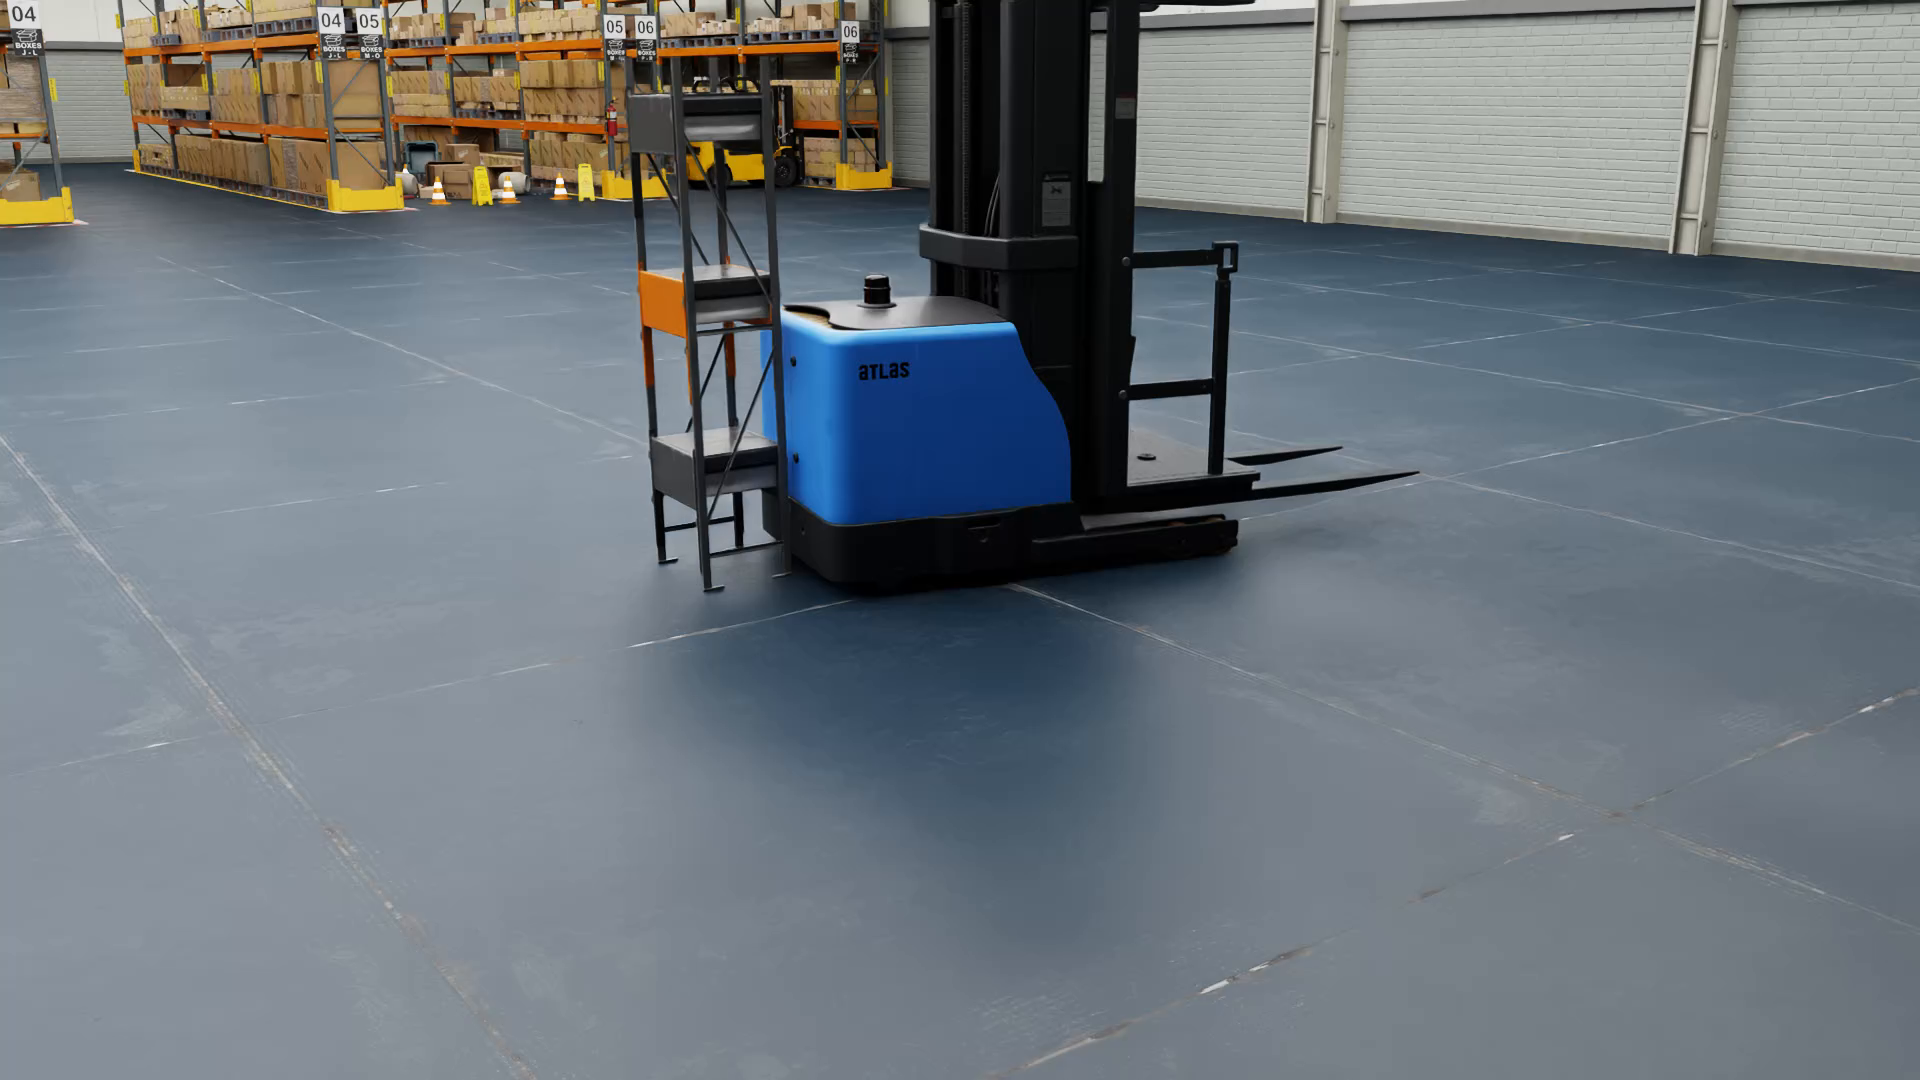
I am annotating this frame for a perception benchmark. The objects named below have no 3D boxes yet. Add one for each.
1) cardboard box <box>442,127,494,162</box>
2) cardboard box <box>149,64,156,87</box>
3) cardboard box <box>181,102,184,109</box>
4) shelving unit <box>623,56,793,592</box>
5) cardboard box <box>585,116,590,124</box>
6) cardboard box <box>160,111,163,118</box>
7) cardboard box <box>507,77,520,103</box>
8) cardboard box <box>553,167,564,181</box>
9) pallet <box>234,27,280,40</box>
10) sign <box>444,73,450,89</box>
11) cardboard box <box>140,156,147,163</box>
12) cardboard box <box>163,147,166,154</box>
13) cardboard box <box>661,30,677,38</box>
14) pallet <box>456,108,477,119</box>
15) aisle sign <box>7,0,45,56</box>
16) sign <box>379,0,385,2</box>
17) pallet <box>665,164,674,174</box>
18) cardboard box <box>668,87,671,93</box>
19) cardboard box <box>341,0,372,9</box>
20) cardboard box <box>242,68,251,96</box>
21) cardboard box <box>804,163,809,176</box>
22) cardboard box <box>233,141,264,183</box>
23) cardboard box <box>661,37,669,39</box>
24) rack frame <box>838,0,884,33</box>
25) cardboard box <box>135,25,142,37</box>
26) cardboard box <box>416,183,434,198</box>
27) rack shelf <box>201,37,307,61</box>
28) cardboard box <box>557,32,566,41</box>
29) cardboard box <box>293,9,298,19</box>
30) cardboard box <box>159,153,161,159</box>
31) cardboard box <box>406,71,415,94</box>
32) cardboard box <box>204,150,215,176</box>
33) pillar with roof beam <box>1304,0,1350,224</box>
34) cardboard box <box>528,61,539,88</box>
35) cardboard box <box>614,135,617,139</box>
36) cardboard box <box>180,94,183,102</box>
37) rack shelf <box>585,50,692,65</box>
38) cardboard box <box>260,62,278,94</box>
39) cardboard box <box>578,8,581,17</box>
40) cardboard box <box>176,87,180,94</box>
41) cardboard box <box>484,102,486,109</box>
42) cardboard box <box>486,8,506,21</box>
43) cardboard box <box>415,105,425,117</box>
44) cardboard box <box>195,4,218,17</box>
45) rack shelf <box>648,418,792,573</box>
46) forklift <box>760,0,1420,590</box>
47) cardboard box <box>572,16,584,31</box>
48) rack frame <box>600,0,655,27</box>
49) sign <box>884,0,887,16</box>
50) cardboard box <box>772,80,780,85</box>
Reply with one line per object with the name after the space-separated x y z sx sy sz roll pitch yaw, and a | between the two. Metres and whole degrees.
-10.992 -8.796 37.261 0.875 0.875 0.875 -11 19 -35 | cardboard box
-17.753 -10.364 37.114 0.500 0.500 0.500 -12 19 -36 | cardboard box
-16.009 -9.058 34.670 0.380 0.149 0.250 -10 18 -33 | cardboard box
-1.024 -0.885 6.814 0.431 2.100 0.503 -10 18 -30 | shelving unit
-6.714 -7.770 30.759 0.380 0.149 0.250 -11 19 -35 | cardboard box
-17.546 -9.464 36.947 0.380 0.149 0.250 -11 19 -36 | cardboard box
-8.758 -9.061 33.452 0.500 0.500 0.500 -11 19 -36 | cardboard box
-7.535 -7.087 32.201 0.500 0.250 0.500 -11 19 -35 | cardboard box
-12.824 -9.357 30.760 0.805 0.209 1.217 -12 19 -37 | pallet
-11.100 -9.930 35.980 0.100 0.325 0.005 -11 19 -35 | sign
-19.252 -9.042 39.536 0.380 0.149 0.250 -10 18 -33 | cardboard box
-17.703 -8.773 37.424 0.380 0.149 0.250 -11 19 -35 | cardboard box
-6.680 -11.692 38.390 0.380 0.166 0.250 -11 19 -35 | cardboard box
-10.147 -9.230 35.980 1.213 0.211 1.003 -11 19 -35 | pallet
-13.686 -7.499 24.367 0.394 0.787 0.004 -11 19 -35 | aisle sign
-9.441 -8.951 27.111 0.100 0.325 0.005 -11 19 -35 | sign
-6.187 -8.702 38.972 1.003 0.211 1.213 -11 19 -35 | pallet
-6.533 -10.420 38.546 0.380 0.149 0.250 -10 18 -33 | cardboard box
-9.970 -8.871 27.361 0.500 0.250 0.500 -11 19 -35 | cardboard box
-13.143 -8.667 31.477 0.700 0.500 0.500 -11 19 -34 | cardboard box
-3.039 -7.664 34.310 0.500 0.250 0.500 -11 19 -34 | cardboard box
-13.247 -7.257 31.873 1.050 0.750 0.750 -11 19 -35 | cardboard box
-7.043 -11.834 38.979 0.380 0.149 0.250 -10 18 -33 | cardboard box
-1.936 -11.414 32.235 1.000 3.000 0.127 -11 19 -35 | rack frame
-18.359 -11.529 37.672 0.500 0.250 0.500 -12 19 -37 | cardboard box
-9.745 -6.414 30.508 0.396 0.266 0.258 -7 17 -25 | cardboard box
-13.421 -9.341 31.703 1.077 0.370 4.000 -11 19 -35 | rack shelf
-7.324 -9.429 31.139 0.380 0.149 0.250 -11 19 -35 | cardboard box
-10.810 -8.717 27.553 0.380 0.149 0.250 -11 19 -34 | cardboard box
-18.107 -8.802 38.095 0.380 0.149 0.250 -12 19 -37 | cardboard box
-12.364 -10.492 38.146 0.500 0.500 0.500 -11 19 -36 | cardboard box
-15.196 -7.765 34.204 0.500 0.500 0.500 -11 19 -35 | cardboard box
1.957 -8.472 21.485 9.100 9.000 0.400 -11 19 -35 | pillar with roof beam
-7.935 -9.038 32.268 0.700 0.500 0.500 -11 19 -34 | cardboard box
-8.438 -10.119 41.575 0.380 0.149 0.250 -11 19 -35 | cardboard box
-16.016 -9.203 34.635 0.380 0.149 0.250 -10 18 -33 | cardboard box
-7.816 -11.756 40.527 1.077 0.370 4.000 -11 19 -35 | rack shelf
-12.056 -8.323 29.974 0.875 0.550 0.550 -11 19 -35 | cardboard box
-6.779 -9.661 30.476 0.380 0.149 0.250 -11 19 -34 | cardboard box
-16.167 -9.402 34.799 0.380 0.149 0.250 -10 18 -33 | cardboard box
-9.802 -9.154 35.021 0.380 0.149 0.250 -10 18 -32 | cardboard box
-9.362 -10.740 33.995 0.500 0.250 0.500 -10 18 -34 | cardboard box
-12.079 -9.774 37.891 0.500 0.250 0.500 -11 19 -35 | cardboard box
-15.045 -10.578 33.222 0.396 0.266 0.258 -11 19 -35 | cardboard box
-1.012 -0.198 7.009 0.431 0.518 0.480 -10 18 -30 | rack shelf
0.677 -1.447 7.312 3.031 2.935 1.130 -7 17 -23 | forklift
-6.752 -9.445 30.441 0.500 0.250 0.500 -11 19 -35 | cardboard box
-5.949 -10.643 29.417 1.000 3.000 0.127 -11 19 -35 | rack frame
-1.484 -10.512 32.815 0.100 0.325 0.005 -11 19 -35 | sign
-3.714 -9.548 34.799 0.380 0.149 0.250 -11 19 -35 | cardboard box
